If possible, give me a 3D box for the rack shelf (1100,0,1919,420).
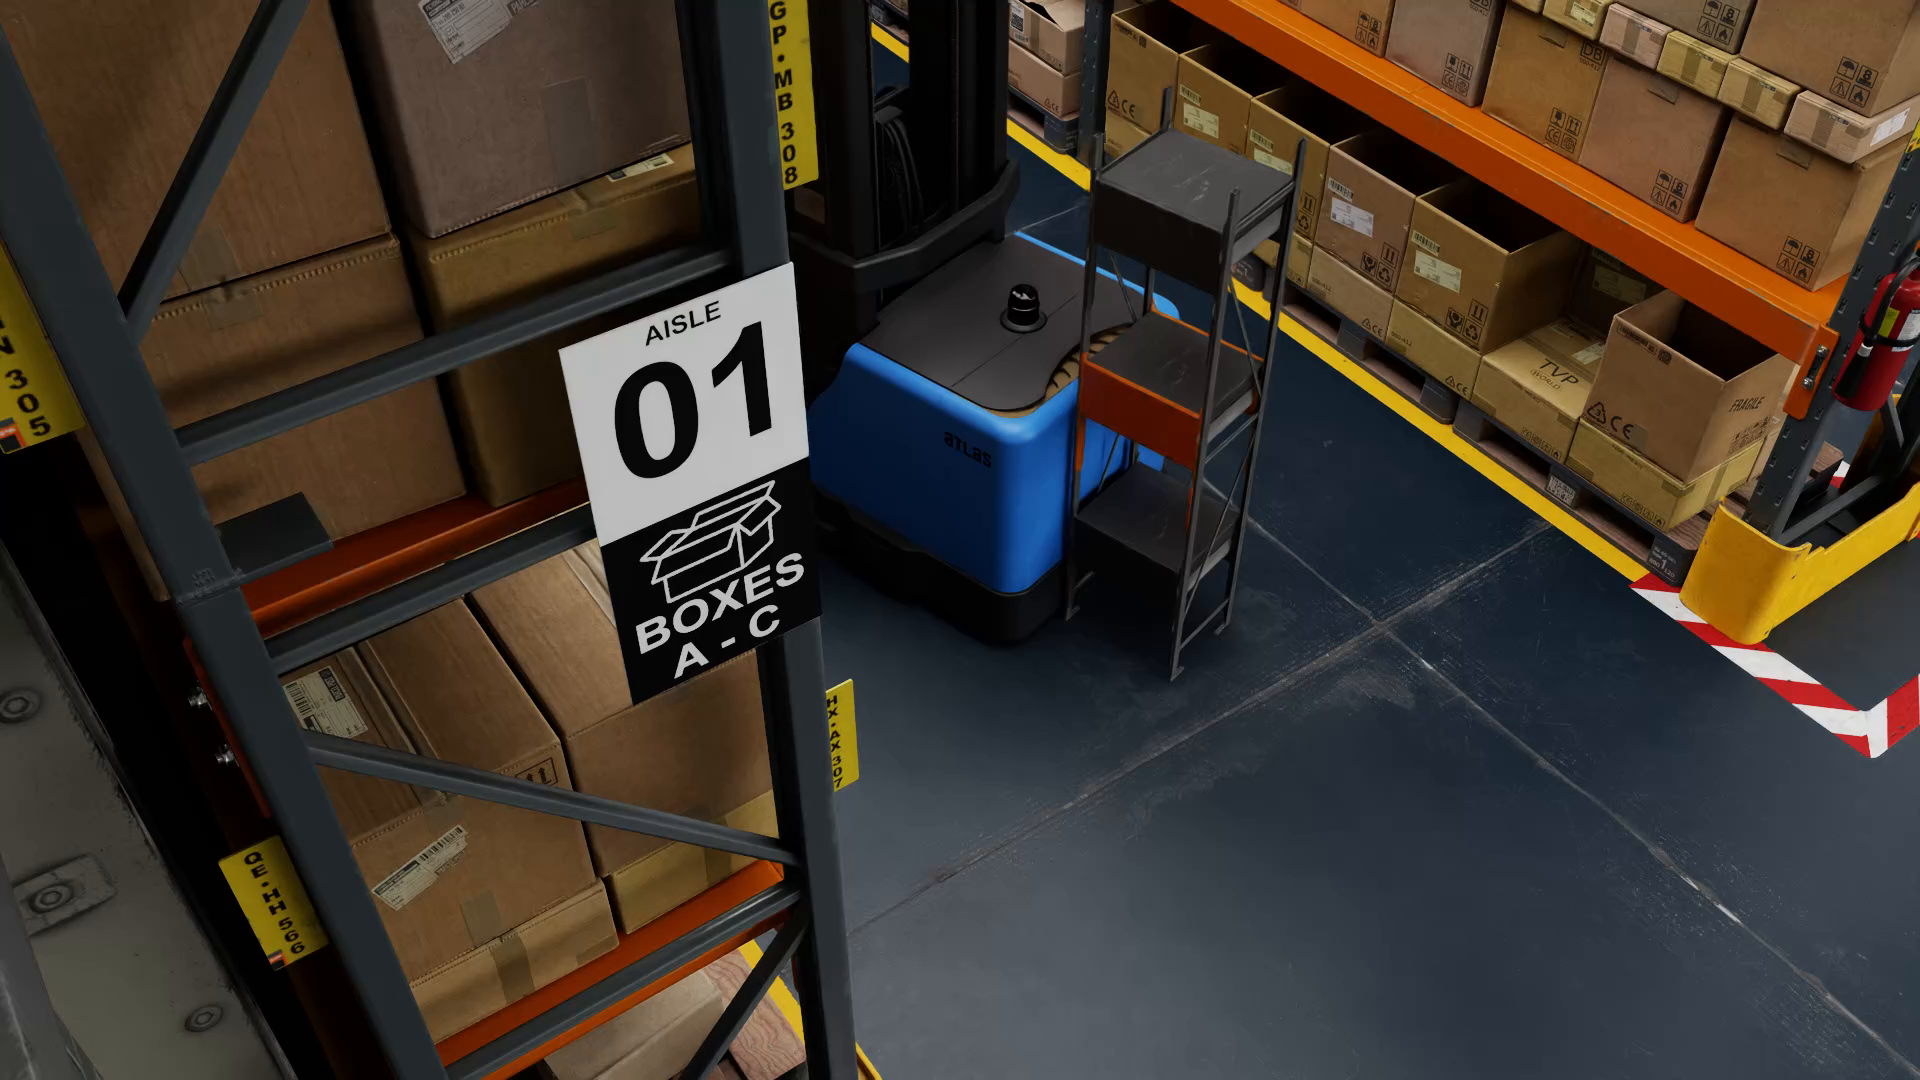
[{"bbox_3d":[2.209,-1.881,7.069,1.077,0.370,4.000,-26,49,-24],"label":"rack shelf"}]

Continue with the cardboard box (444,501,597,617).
[{"bbox_3d":[-1.009,0.053,4.073,0.500,0.500,0.500,-26,49,-24],"label":"cardboard box"}]

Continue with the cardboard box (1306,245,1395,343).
[{"bbox_3d":[1.936,-1.198,7.519,0.500,0.250,0.500,-26,49,-24],"label":"cardboard box"}]

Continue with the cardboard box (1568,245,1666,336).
[{"bbox_3d":[2.941,-1.111,6.886,0.500,0.500,0.500,-26,49,-24],"label":"cardboard box"}]

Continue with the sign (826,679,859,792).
[{"bbox_3d":[-0.263,0.423,3.508,0.100,0.325,0.005,-26,49,-24],"label":"sign"}]

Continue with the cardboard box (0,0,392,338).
[{"bbox_3d":[-1.169,-0.680,2.307,0.500,0.500,0.500,-24,48,-23],"label":"cardboard box"}]

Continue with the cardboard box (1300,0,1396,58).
[{"bbox_3d":[1.915,-2.479,7.102,0.700,0.500,0.500,-25,49,-24],"label":"cardboard box"}]

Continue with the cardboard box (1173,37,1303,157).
[{"bbox_3d":[1.366,-2.036,7.855,0.500,0.500,0.500,-26,49,-24],"label":"cardboard box"}]

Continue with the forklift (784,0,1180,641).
[{"bbox_3d":[-0.630,-1.547,6.248,3.031,2.935,1.130,30,51,28],"label":"forklift"}]

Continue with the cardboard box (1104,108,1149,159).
[{"bbox_3d":[1.081,-2.049,8.411,0.500,0.250,0.500,-26,49,-24],"label":"cardboard box"}]

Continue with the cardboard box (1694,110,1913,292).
[{"bbox_3d":[3.096,-1.314,5.882,0.700,0.500,0.500,-26,49,-24],"label":"cardboard box"}]

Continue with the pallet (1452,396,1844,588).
[{"bbox_3d":[2.881,-0.416,7.033,1.003,0.211,1.213,-26,49,-24],"label":"pallet"}]

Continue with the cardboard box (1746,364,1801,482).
[{"bbox_3d":[3.229,-0.557,6.849,0.500,0.250,0.500,-26,49,-24],"label":"cardboard box"}]

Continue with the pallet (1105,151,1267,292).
[{"bbox_3d":[1.485,-1.798,8.481,1.003,0.211,1.213,-26,49,-24],"label":"pallet"}]

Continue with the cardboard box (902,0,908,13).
[{"bbox_3d":[0.009,-3.128,9.542,0.500,0.250,0.500,-25,49,-24],"label":"cardboard box"}]

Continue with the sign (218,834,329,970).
[{"bbox_3d":[-1.175,0.625,2.855,0.100,0.325,0.005,-26,49,-24],"label":"sign"}]

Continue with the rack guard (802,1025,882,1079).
[{"bbox_3d":[-0.751,1.812,4.490,1.175,0.500,0.348,-26,49,-24],"label":"rack guard"}]

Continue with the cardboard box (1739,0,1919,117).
[{"bbox_3d":[3.066,-1.813,5.465,0.700,0.500,0.500,-26,49,-24],"label":"cardboard box"}]

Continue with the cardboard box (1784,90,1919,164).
[{"bbox_3d":[2.978,-1.420,5.523,0.380,0.149,0.250,-27,50,-25],"label":"cardboard box"}]

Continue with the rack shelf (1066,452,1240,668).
[{"bbox_3d":[0.719,0.071,6.188,0.480,0.518,0.431,30,51,28],"label":"rack shelf"}]

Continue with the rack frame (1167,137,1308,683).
[{"bbox_3d":[0.907,-0.337,5.582,0.015,2.100,0.400,30,51,28],"label":"rack frame"}]

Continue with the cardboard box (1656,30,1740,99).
[{"bbox_3d":[2.681,-1.713,5.830,0.380,0.149,0.250,-26,50,-25],"label":"cardboard box"}]

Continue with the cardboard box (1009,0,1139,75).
[{"bbox_3d":[0.598,-2.750,8.740,0.500,0.311,0.500,-26,49,-24],"label":"cardboard box"}]

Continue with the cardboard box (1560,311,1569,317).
[{"bbox_3d":[2.654,-1.122,7.441,0.500,0.250,0.500,-26,49,-24],"label":"cardboard box"}]

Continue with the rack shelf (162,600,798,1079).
[{"bbox_3d":[-1.852,0.078,5.017,1.077,0.370,4.000,-26,49,-24],"label":"rack shelf"}]

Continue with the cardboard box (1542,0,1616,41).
[{"bbox_3d":[2.388,-2.005,6.136,0.380,0.149,0.250,-24,49,-23],"label":"cardboard box"}]

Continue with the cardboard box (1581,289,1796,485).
[{"bbox_3d":[2.802,-0.623,6.375,0.500,0.500,0.500,-26,49,-24],"label":"cardboard box"}]

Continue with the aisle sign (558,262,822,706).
[{"bbox_3d":[-0.421,-0.068,2.766,0.394,0.787,0.004,-26,49,-24],"label":"aisle sign"}]

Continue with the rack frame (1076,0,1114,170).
[{"bbox_3d":[1.065,-3.274,8.007,1.000,3.000,0.127,-26,49,-24],"label":"rack frame"}]

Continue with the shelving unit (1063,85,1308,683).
[{"bbox_3d":[0.719,-0.445,5.695,0.503,2.100,0.431,30,51,28],"label":"shelving unit"}]

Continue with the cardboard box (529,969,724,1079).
[{"bbox_3d":[-1.030,1.337,4.806,0.500,0.311,0.500,-31,52,-29],"label":"cardboard box"}]

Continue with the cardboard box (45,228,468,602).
[{"bbox_3d":[-1.154,-0.314,2.648,0.500,0.500,0.500,-22,48,-22],"label":"cardboard box"}]

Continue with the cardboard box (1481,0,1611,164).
[{"bbox_3d":[2.513,-1.893,6.488,0.700,0.500,0.500,-25,49,-24],"label":"cardboard box"}]

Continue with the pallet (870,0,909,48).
[{"bbox_3d":[-0.091,-3.359,10.115,1.003,0.211,1.213,-26,49,-24],"label":"pallet"}]

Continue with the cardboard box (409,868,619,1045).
[{"bbox_3d":[-1.134,0.809,3.824,0.500,0.250,0.500,-25,49,-24],"label":"cardboard box"}]

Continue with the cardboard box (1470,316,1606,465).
[{"bbox_3d":[2.508,-0.631,6.926,0.500,0.250,0.500,-26,49,-24],"label":"cardboard box"}]

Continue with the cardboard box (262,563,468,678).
[{"bbox_3d":[-1.432,0.254,3.862,0.500,0.500,0.500,-25,49,-24],"label":"cardboard box"}]

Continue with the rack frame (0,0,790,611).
[{"bbox_3d":[-0.708,-1.219,1.511,1.000,3.000,0.127,-26,49,-24],"label":"rack frame"}]

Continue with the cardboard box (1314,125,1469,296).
[{"bbox_3d":[1.933,-1.467,7.259,0.500,0.500,0.500,-26,49,-24],"label":"cardboard box"}]
